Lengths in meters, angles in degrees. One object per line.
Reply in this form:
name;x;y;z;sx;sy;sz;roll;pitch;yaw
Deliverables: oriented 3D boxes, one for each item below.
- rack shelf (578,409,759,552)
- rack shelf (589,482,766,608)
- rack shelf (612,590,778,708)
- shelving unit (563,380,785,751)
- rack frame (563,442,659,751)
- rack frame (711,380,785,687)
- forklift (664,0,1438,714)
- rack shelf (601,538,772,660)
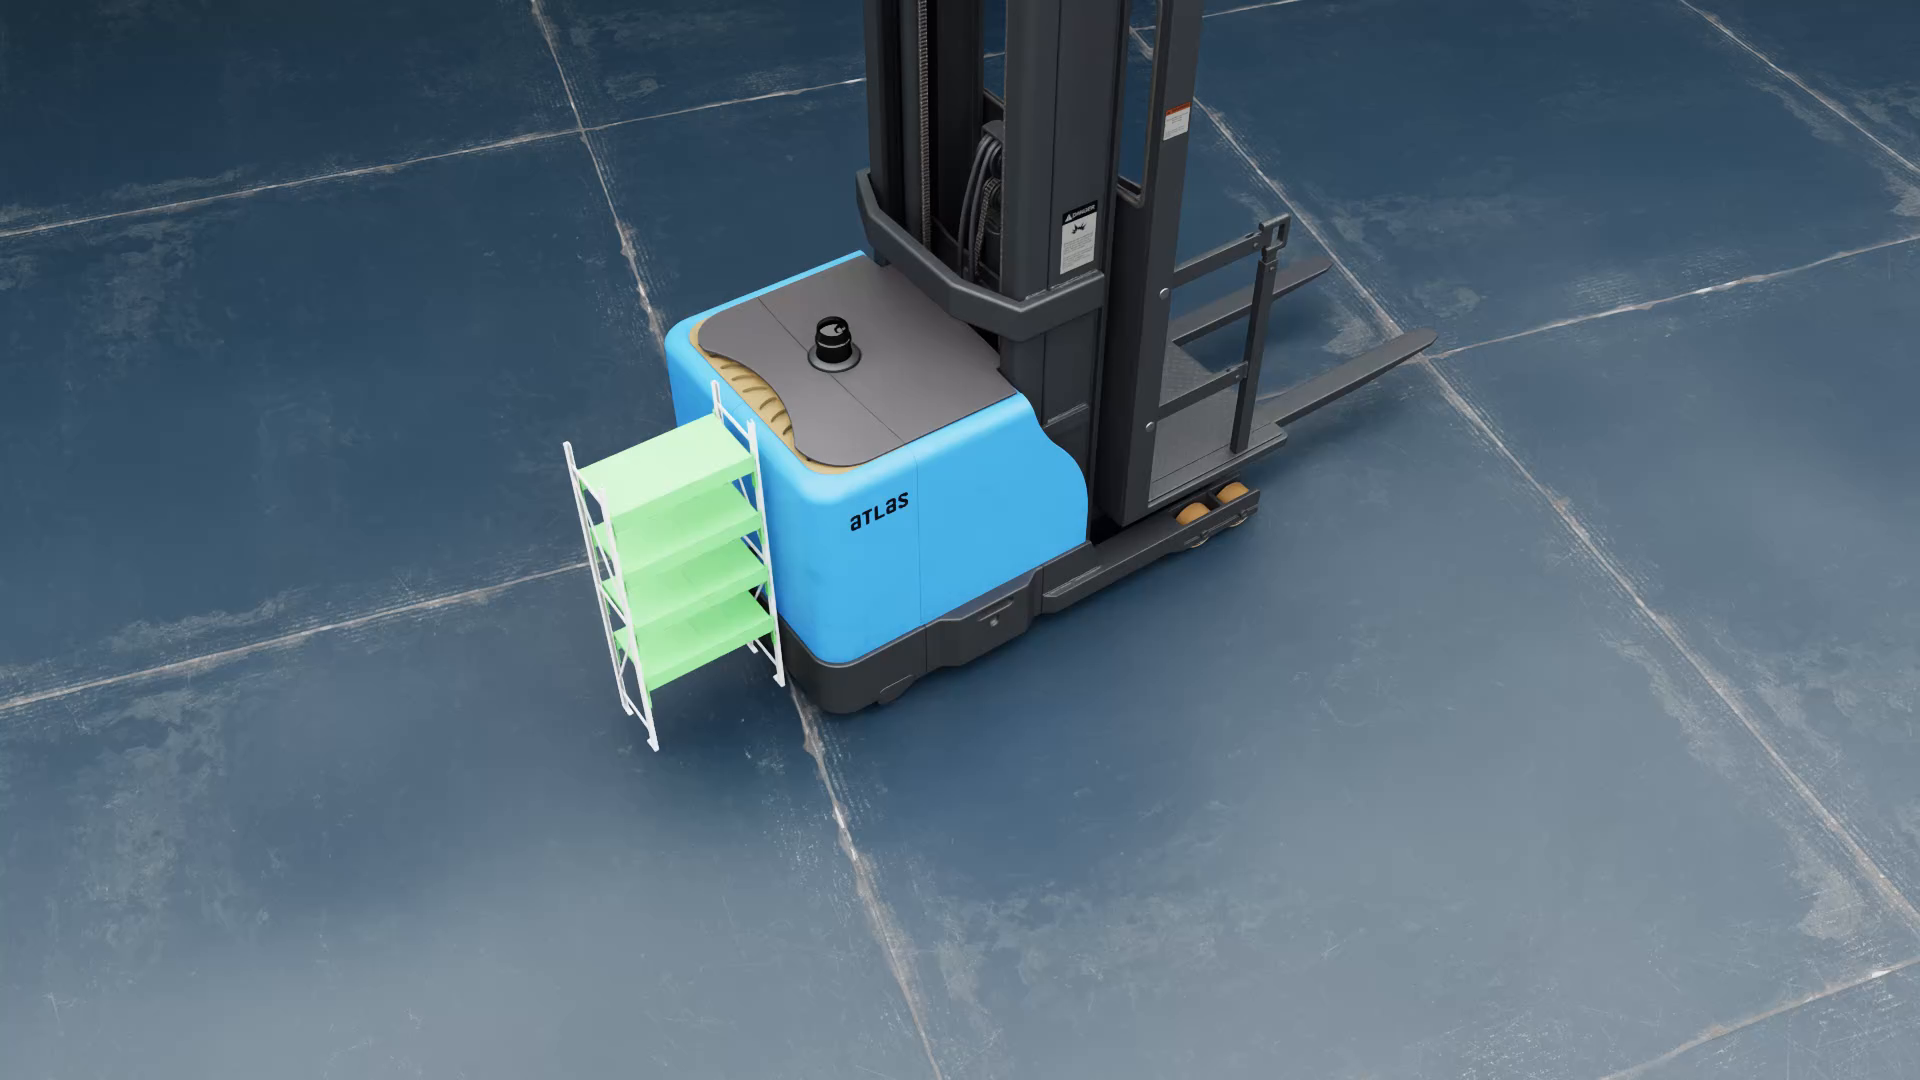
rack shelf;-0.880;-0.183;4.998;0.480;0.148;0.258;-26;51;-24
rack shelf;-0.880;-0.014;5.168;0.480;0.148;0.258;-26;51;-24
rack shelf;-0.880;0.325;5.508;0.480;0.148;0.258;-26;51;-24
shelving unit;-0.880;0.111;5.293;0.503;1.200;0.258;-26;51;-24
rack frame;-1.080;0.210;5.194;0.015;1.200;0.240;-26;51;-24
rack frame;-0.679;0.012;5.391;0.015;1.200;0.240;-26;51;-24
forklift;0.517;-1.290;5.467;3.031;2.935;1.130;-26;51;-24
rack shelf;-0.880;0.156;5.338;0.480;0.148;0.258;-26;51;-24
